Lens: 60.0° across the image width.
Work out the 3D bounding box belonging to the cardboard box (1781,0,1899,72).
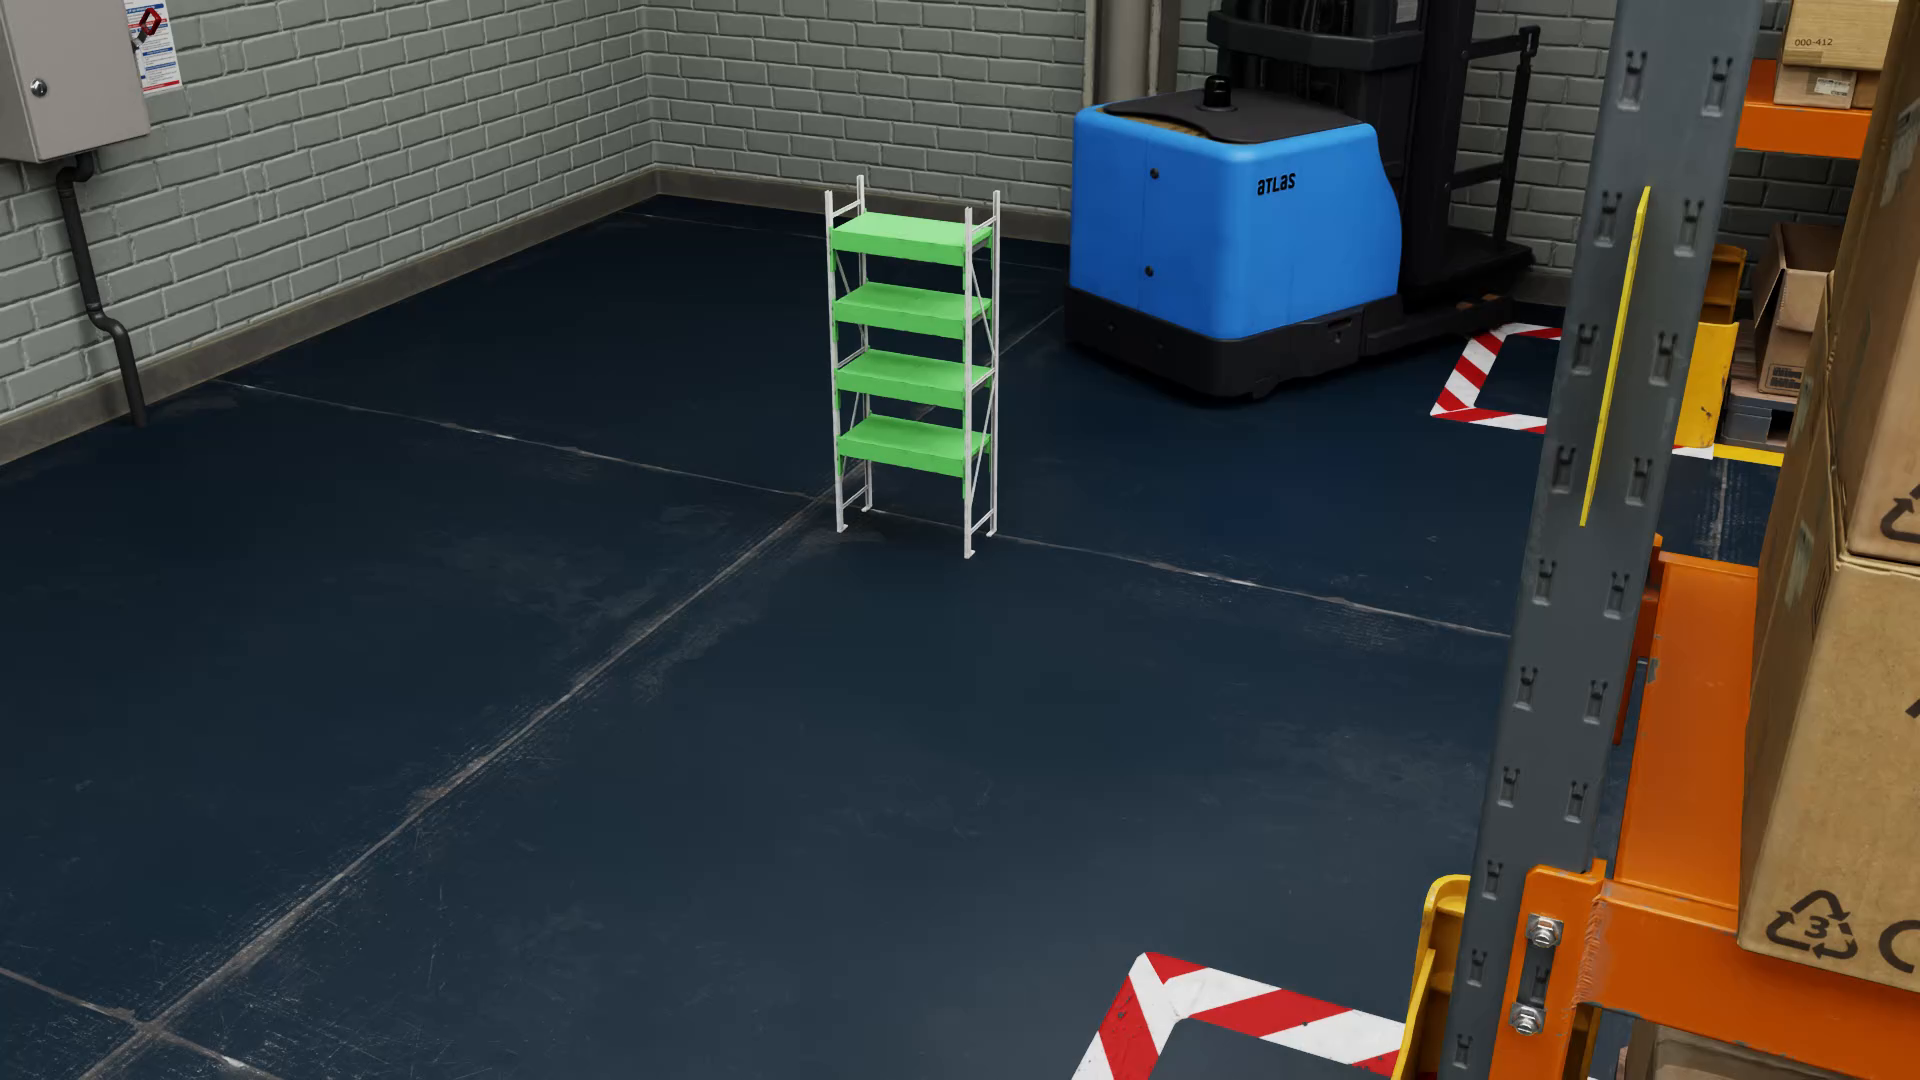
[{"bbox_3d":[3.236,-1.847,5.939,0.500,0.250,0.500,12,28,22],"label":"cardboard box"}]

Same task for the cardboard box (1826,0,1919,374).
[{"bbox_3d":[1.420,-0.477,2.078,0.500,0.500,0.500,12,29,23],"label":"cardboard box"}]

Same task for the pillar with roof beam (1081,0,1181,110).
[{"bbox_3d":[-0.929,-3.788,3.257,0.400,9.000,9.100,11,28,22],"label":"pillar with roof beam"}]

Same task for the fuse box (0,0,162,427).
[{"bbox_3d":[-3.257,-1.238,6.326,0.414,1.711,0.539,11,28,22],"label":"fuse box"}]

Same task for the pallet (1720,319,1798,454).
[{"bbox_3d":[3.729,-0.562,6.653,1.213,0.211,1.003,11,28,22],"label":"pallet"}]

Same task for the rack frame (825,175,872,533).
[{"bbox_3d":[-0.373,-0.613,5.637,0.015,1.200,0.240,11,28,22],"label":"rack frame"}]

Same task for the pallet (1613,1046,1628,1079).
[{"bbox_3d":[1.643,1.390,2.688,1.213,0.211,1.003,11,28,22],"label":"pallet"}]

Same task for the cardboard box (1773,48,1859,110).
[{"bbox_3d":[3.120,-1.689,6.070,0.250,0.149,0.380,11,28,21],"label":"cardboard box"}]

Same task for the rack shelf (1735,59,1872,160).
[{"bbox_3d":[4.755,-1.284,5.777,4.000,0.370,1.077,11,28,22],"label":"rack shelf"}]

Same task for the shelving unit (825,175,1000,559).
[{"bbox_3d":[-0.151,-0.569,5.546,0.503,1.200,0.258,11,28,22],"label":"shelving unit"}]

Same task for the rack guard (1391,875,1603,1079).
[{"bbox_3d":[0.861,1.141,2.866,0.348,0.500,1.175,11,28,22],"label":"rack guard"}]

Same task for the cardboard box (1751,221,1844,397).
[{"bbox_3d":[3.452,-0.891,6.515,0.637,0.503,0.797,10,28,20],"label":"cardboard box"}]

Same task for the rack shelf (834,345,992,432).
[{"bbox_3d":[-0.151,-0.511,5.575,0.480,0.148,0.258,11,28,22],"label":"rack shelf"}]

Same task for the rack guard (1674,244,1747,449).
[{"bbox_3d":[3.003,-0.837,6.884,0.348,0.500,1.175,11,28,22],"label":"rack guard"}]

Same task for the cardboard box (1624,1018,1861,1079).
[{"bbox_3d":[1.525,1.066,2.615,0.875,0.438,0.875,10,28,20],"label":"cardboard box"}]

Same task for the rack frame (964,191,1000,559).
[{"bbox_3d":[0.071,-0.524,5.456,0.015,1.200,0.240,11,28,22],"label":"rack frame"}]

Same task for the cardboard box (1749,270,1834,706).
[{"bbox_3d":[1.431,-0.039,2.320,0.500,0.500,0.500,12,28,22],"label":"cardboard box"}]

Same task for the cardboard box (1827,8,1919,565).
[{"bbox_3d":[1.202,-0.267,1.652,0.500,0.500,0.500,11,28,21],"label":"cardboard box"}]

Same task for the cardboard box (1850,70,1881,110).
[{"bbox_3d":[3.370,-1.662,6.013,0.250,0.149,0.380,12,29,23],"label":"cardboard box"}]

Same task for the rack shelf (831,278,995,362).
[{"bbox_3d":[-0.151,-0.727,5.469,0.480,0.148,0.258,11,28,22],"label":"rack shelf"}]

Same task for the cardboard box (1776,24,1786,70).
[{"bbox_3d":[3.347,-1.907,6.512,0.250,0.149,0.380,11,28,21],"label":"cardboard box"}]

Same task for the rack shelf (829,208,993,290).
[{"bbox_3d":[-0.151,-0.942,5.363,0.480,0.148,0.258,11,28,22],"label":"rack shelf"}]

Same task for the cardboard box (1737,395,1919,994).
[{"bbox_3d":[1.201,0.182,1.871,0.500,0.500,0.500,11,28,21],"label":"cardboard box"}]

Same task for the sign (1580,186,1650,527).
[{"bbox_3d":[0.648,-0.178,1.646,0.005,0.325,0.100,11,28,22],"label":"sign"}]

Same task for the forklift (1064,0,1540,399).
[{"bbox_3d":[1.943,-2.404,7.315,3.031,2.935,1.130,-19,32,-33],"label":"forklift"}]

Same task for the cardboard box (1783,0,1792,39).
[{"bbox_3d":[3.463,-2.061,6.374,0.500,0.250,0.500,12,29,23],"label":"cardboard box"}]

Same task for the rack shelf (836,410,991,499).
[{"bbox_3d":[-0.151,-0.296,5.681,0.480,0.148,0.258,11,28,22],"label":"rack shelf"}]

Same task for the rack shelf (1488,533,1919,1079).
[{"bbox_3d":[2.703,0.712,1.722,4.000,0.370,1.077,11,28,22],"label":"rack shelf"}]

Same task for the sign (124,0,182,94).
[{"bbox_3d":[-3.242,-2.009,6.543,0.001,0.494,0.329,11,28,22],"label":"sign"}]

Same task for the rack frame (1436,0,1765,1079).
[{"bbox_3d":[0.884,0.023,2.308,0.053,2.616,0.949,11,28,22],"label":"rack frame"}]
